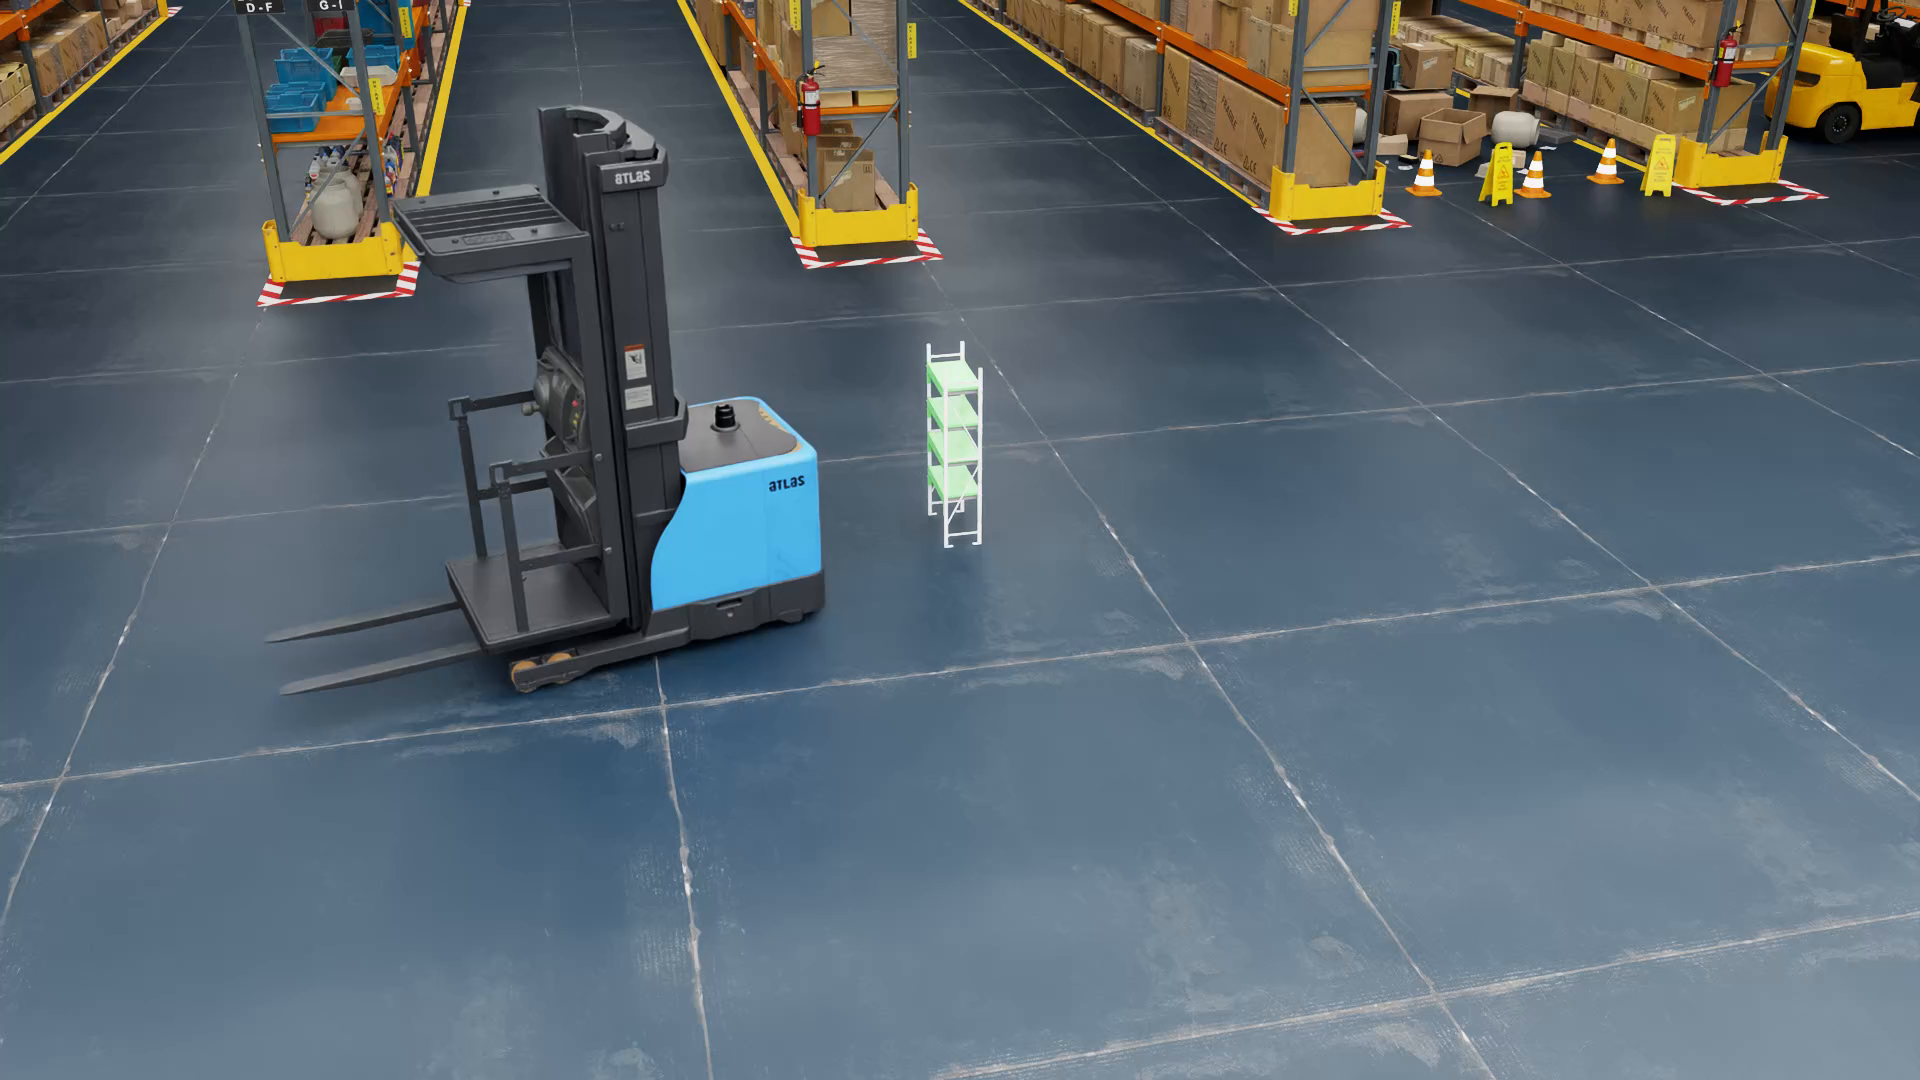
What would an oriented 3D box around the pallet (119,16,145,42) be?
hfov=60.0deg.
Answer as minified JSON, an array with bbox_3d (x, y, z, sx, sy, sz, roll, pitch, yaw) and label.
[{"bbox_3d":[-13.789,-8.202,26.767,1.003,0.211,1.213,-6,27,-12],"label":"pallet"}]

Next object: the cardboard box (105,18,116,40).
[{"bbox_3d":[-13.240,-7.811,25.393,0.500,0.311,0.500,-6,27,-12],"label":"cardboard box"}]

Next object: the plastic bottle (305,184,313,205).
[{"bbox_3d":[-6.666,-3.551,17.074,0.097,0.201,0.097,0,27,0],"label":"plastic bottle"}]

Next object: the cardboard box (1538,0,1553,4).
[{"bbox_3d":[7.581,-7.064,20.975,0.500,0.500,0.500,-6,27,-12],"label":"cardboard box"}]

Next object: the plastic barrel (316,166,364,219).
[{"bbox_3d":[-6.161,-3.420,16.493,0.421,0.512,0.421,0,27,0],"label":"plastic barrel"}]

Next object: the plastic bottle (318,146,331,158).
[{"bbox_3d":[-6.907,-4.133,18.061,0.144,0.351,0.185,-7,28,-14],"label":"plastic bottle"}]

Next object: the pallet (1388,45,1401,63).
[{"bbox_3d":[7.027,-7.276,24.930,1.003,0.211,1.213,-6,27,-12],"label":"pallet"}]

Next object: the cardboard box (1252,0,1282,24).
[{"bbox_3d":[3.596,-5.753,17.453,0.875,0.550,0.550,-6,27,-12],"label":"cardboard box"}]

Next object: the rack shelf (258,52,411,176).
[{"bbox_3d":[-6.276,-4.399,16.935,1.077,0.370,4.000,-6,27,-12],"label":"rack shelf"}]

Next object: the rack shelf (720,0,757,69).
[{"bbox_3d":[-2.352,-6.658,21.411,1.077,0.370,4.000,-6,27,-12],"label":"rack shelf"}]

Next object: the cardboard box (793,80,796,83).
[{"bbox_3d":[-1.563,-4.884,17.377,0.380,0.149,0.250,-6,27,-12],"label":"cardboard box"}]

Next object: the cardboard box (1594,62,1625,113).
[{"bbox_3d":[7.993,-5.423,19.918,0.500,0.500,0.500,-7,28,-13],"label":"cardboard box"}]

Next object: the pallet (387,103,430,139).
[{"bbox_3d":[-7.220,-5.231,20.880,1.003,0.211,1.213,-6,27,-12],"label":"pallet"}]

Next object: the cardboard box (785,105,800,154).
[{"bbox_3d":[-1.714,-4.743,19.125,0.500,0.500,0.500,2,27,5],"label":"cardboard box"}]

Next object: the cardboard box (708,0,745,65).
[{"bbox_3d":[-2.938,-7.401,23.977,1.225,0.875,0.875,-7,28,-14],"label":"cardboard box"}]

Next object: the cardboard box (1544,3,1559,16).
[{"bbox_3d":[7.620,-6.719,21.012,0.380,0.149,0.250,-5,27,-10],"label":"cardboard box"}]

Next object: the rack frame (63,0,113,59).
[{"bbox_3d":[-13.357,-8.609,24.478,1.000,3.000,0.127,-6,27,-12],"label":"rack frame"}]

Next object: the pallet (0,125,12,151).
[{"bbox_3d":[-12.036,-4.708,19.844,1.003,0.211,1.213,-6,27,-12],"label":"pallet"}]

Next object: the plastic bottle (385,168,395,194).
[{"bbox_3d":[-5.964,-3.755,17.387,0.061,0.283,0.133,-5,27,-11],"label":"plastic bottle"}]

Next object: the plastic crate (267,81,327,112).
[{"bbox_3d":[-6.371,-4.251,16.008,0.499,0.251,0.408,-6,27,-12],"label":"plastic crate"}]

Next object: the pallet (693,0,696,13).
[{"bbox_3d":[-4.078,-9.247,28.836,1.003,0.211,1.213,-6,27,-12],"label":"pallet"}]

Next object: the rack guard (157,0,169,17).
[{"bbox_3d":[-14.241,-9.216,28.454,1.175,0.500,0.348,-6,27,-12],"label":"rack guard"}]

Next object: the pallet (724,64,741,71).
[{"bbox_3d":[-2.907,-6.966,24.318,1.003,0.211,1.213,-6,27,-12],"label":"pallet"}]

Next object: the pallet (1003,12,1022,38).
[{"bbox_3d":[1.328,-8.486,27.329,1.003,0.211,1.213,-6,27,-12],"label":"pallet"}]

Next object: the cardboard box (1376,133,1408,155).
[{"bbox_3d":[5.136,-4.773,19.911,0.396,0.266,0.258,-1,27,-3],"label":"cardboard box"}]

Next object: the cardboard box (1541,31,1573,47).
[{"bbox_3d":[7.593,-6.345,21.025,0.380,0.149,0.250,-6,27,-11],"label":"cardboard box"}]

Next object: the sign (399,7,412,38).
[{"bbox_3d":[-6.188,-5.773,18.552,0.100,0.325,0.005,-6,27,-12],"label":"sign"}]

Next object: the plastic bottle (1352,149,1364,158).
[{"bbox_3d":[4.746,-4.603,19.802,0.283,0.061,0.133,-16,31,-29],"label":"plastic bottle"}]

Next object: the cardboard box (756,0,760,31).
[{"bbox_3d":[-1.860,-6.075,19.016,0.875,0.500,0.500,-6,27,-12],"label":"cardboard box"}]

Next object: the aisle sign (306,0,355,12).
[{"bbox_3d":[-5.524,-5.001,14.444,0.394,0.787,0.004,-6,27,-12],"label":"aisle sign"}]

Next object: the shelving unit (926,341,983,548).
[{"bbox_3d":[-0.037,-0.608,10.624,0.258,1.200,0.503,-6,27,-12],"label":"shelving unit"}]

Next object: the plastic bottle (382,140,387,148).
[{"bbox_3d":[-6.441,-4.344,18.479,0.144,0.351,0.185,-6,27,-12],"label":"plastic bottle"}]

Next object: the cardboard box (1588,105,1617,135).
[{"bbox_3d":[7.978,-5.097,20.104,0.500,0.250,0.500,-7,28,-13],"label":"cardboard box"}]

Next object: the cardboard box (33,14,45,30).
[{"bbox_3d":[-13.260,-7.348,23.433,0.500,0.250,0.500,-6,27,-11],"label":"cardboard box"}]

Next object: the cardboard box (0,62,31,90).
[{"bbox_3d":[-12.097,-5.858,20.991,0.500,0.311,0.500,-5,27,-10],"label":"cardboard box"}]

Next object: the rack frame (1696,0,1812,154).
[{"bbox_3d":[8.655,-5.352,18.024,1.000,3.000,0.127,-6,27,-12],"label":"rack frame"}]

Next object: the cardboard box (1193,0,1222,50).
[{"bbox_3d":[3.202,-5.979,19.100,0.875,0.550,0.550,-6,27,-12],"label":"cardboard box"}]

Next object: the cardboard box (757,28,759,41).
[{"bbox_3d":[-2.146,-5.864,19.318,0.380,0.149,0.250,-6,27,-12],"label":"cardboard box"}]

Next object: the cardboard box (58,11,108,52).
[{"bbox_3d":[-12.966,-7.502,24.570,0.500,0.500,0.500,-6,27,-12],"label":"cardboard box"}]

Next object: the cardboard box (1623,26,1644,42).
[{"bbox_3d":[8.006,-5.936,19.461,0.380,0.149,0.250,-6,27,-12],"label":"cardboard box"}]

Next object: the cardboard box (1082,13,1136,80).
[{"bbox_3d":[2.302,-6.840,23.003,1.050,0.750,0.750,-6,27,-11],"label":"cardboard box"}]

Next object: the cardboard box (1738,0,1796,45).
[{"bbox_3d":[8.819,-5.765,18.402,0.500,0.500,0.500,-6,27,-12],"label":"cardboard box"}]

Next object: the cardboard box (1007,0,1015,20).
[{"bbox_3d":[1.059,-8.793,27.150,0.500,0.500,0.500,-5,27,-10],"label":"cardboard box"}]

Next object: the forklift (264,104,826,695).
[{"bbox_3d":[-2.346,-0.748,8.979,3.031,2.935,1.130,-13,30,-24],"label":"forklift"}]

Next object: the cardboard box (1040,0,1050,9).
[{"bbox_3d":[1.518,-8.217,25.177,0.500,0.250,0.500,-6,27,-11],"label":"cardboard box"}]

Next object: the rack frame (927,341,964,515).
[{"bbox_3d":[-0.092,-0.715,10.836,0.240,1.200,0.015,-6,27,-12],"label":"rack frame"}]

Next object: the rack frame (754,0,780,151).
[{"bbox_3d":[-1.901,-6.101,19.509,1.000,3.000,0.127,-6,27,-12],"label":"rack frame"}]

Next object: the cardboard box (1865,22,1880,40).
[{"bbox_3d":[12.392,-6.775,22.321,0.500,0.250,0.500,-6,27,-12],"label":"cardboard box"}]

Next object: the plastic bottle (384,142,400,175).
[{"bbox_3d":[-6.185,-4.133,18.061,0.144,0.351,0.185,-6,27,-12],"label":"plastic bottle"}]

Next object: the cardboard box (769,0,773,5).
[{"bbox_3d":[-1.821,-6.063,17.882,0.500,0.500,0.500,-6,27,-12],"label":"cardboard box"}]

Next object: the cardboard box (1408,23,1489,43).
[{"bbox_3d":[7.144,-7.306,24.346,0.950,0.372,0.625,-6,27,-13],"label":"cardboard box"}]

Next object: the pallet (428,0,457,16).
[{"bbox_3d":[-9.283,-9.256,28.853,1.003,0.211,1.213,-6,27,-12],"label":"pallet"}]
